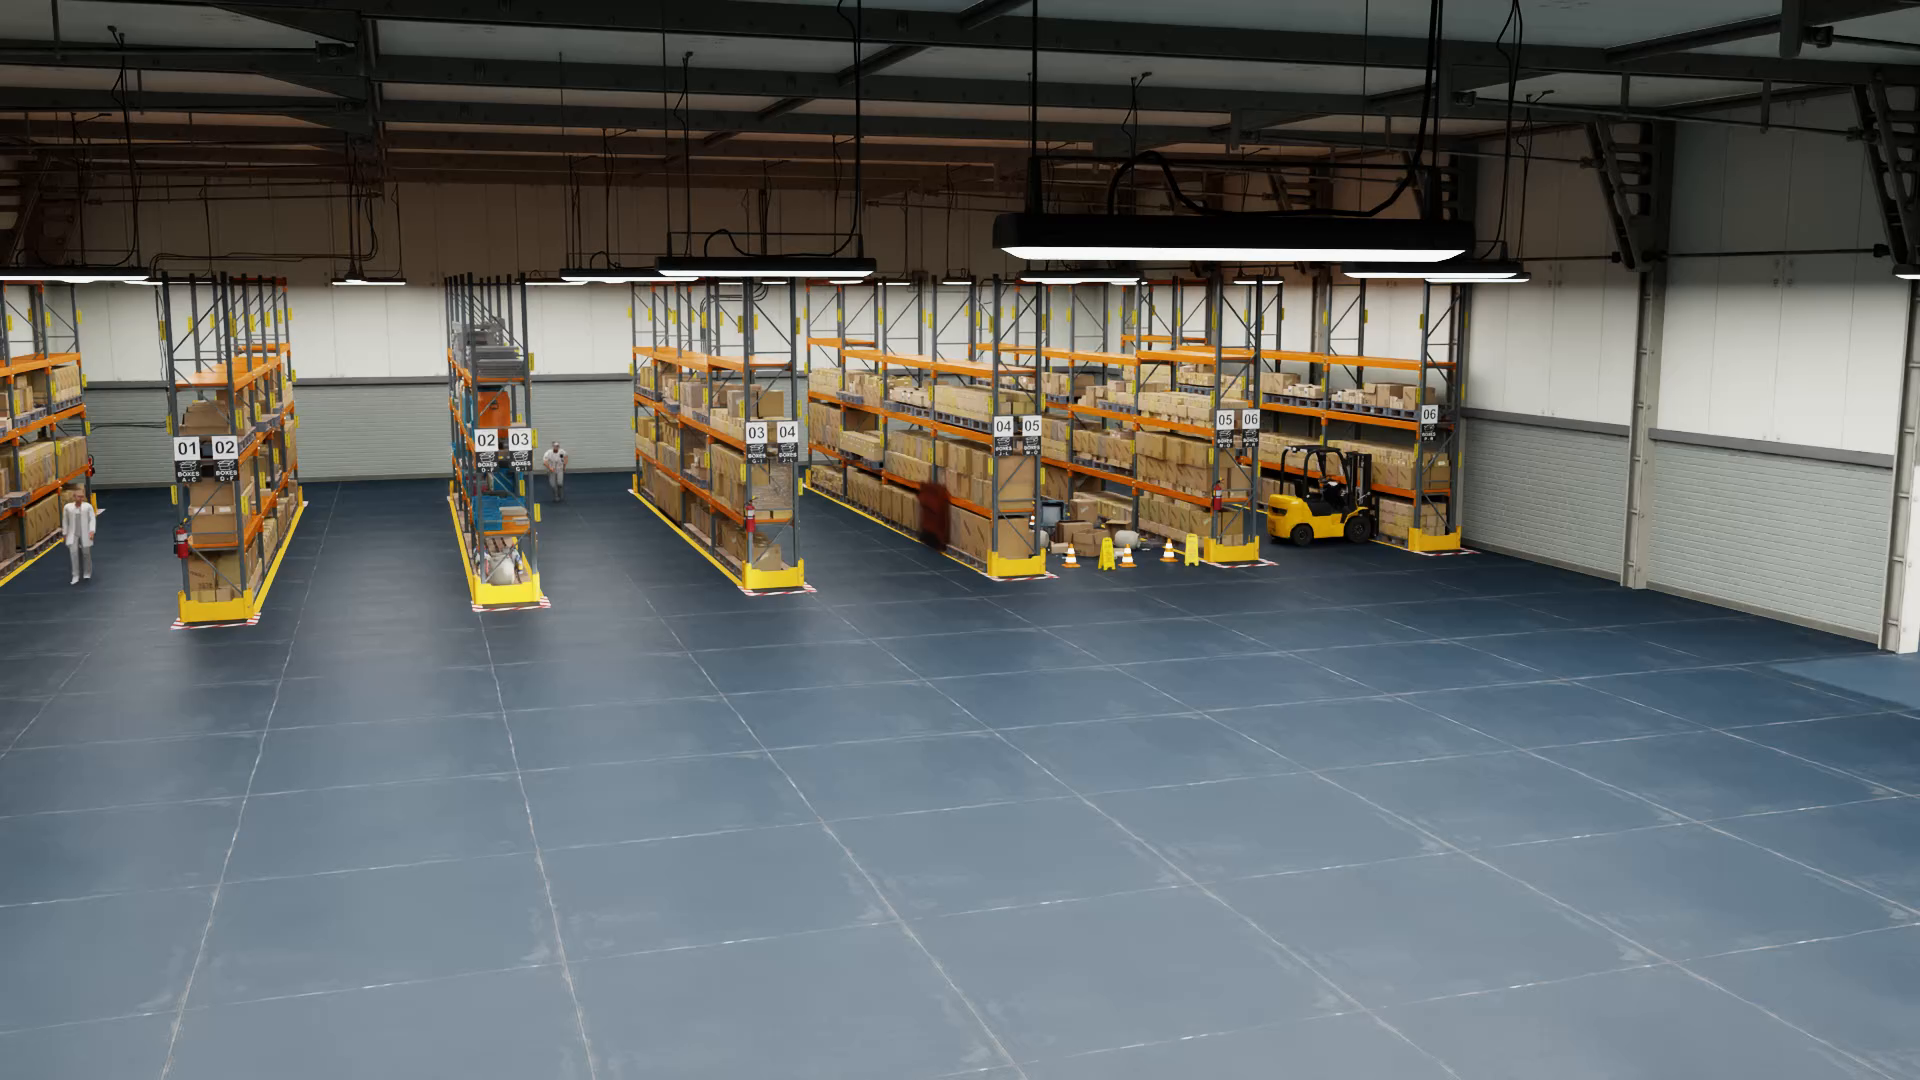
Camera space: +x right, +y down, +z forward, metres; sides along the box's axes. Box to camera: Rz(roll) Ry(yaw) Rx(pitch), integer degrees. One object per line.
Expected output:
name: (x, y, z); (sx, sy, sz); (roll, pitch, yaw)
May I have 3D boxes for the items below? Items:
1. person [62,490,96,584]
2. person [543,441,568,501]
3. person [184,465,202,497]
person: (-17.346, -0.066, 32.748); (0.618, 1.792, 0.791); (-4, 10, -26)
person: (-10.928, -1.877, 44.994); (0.653, 1.666, 0.727); (-2, 9, -10)
person: (-19.155, -1.370, 41.655); (0.663, 1.656, 0.712); (-1, 9, -9)
